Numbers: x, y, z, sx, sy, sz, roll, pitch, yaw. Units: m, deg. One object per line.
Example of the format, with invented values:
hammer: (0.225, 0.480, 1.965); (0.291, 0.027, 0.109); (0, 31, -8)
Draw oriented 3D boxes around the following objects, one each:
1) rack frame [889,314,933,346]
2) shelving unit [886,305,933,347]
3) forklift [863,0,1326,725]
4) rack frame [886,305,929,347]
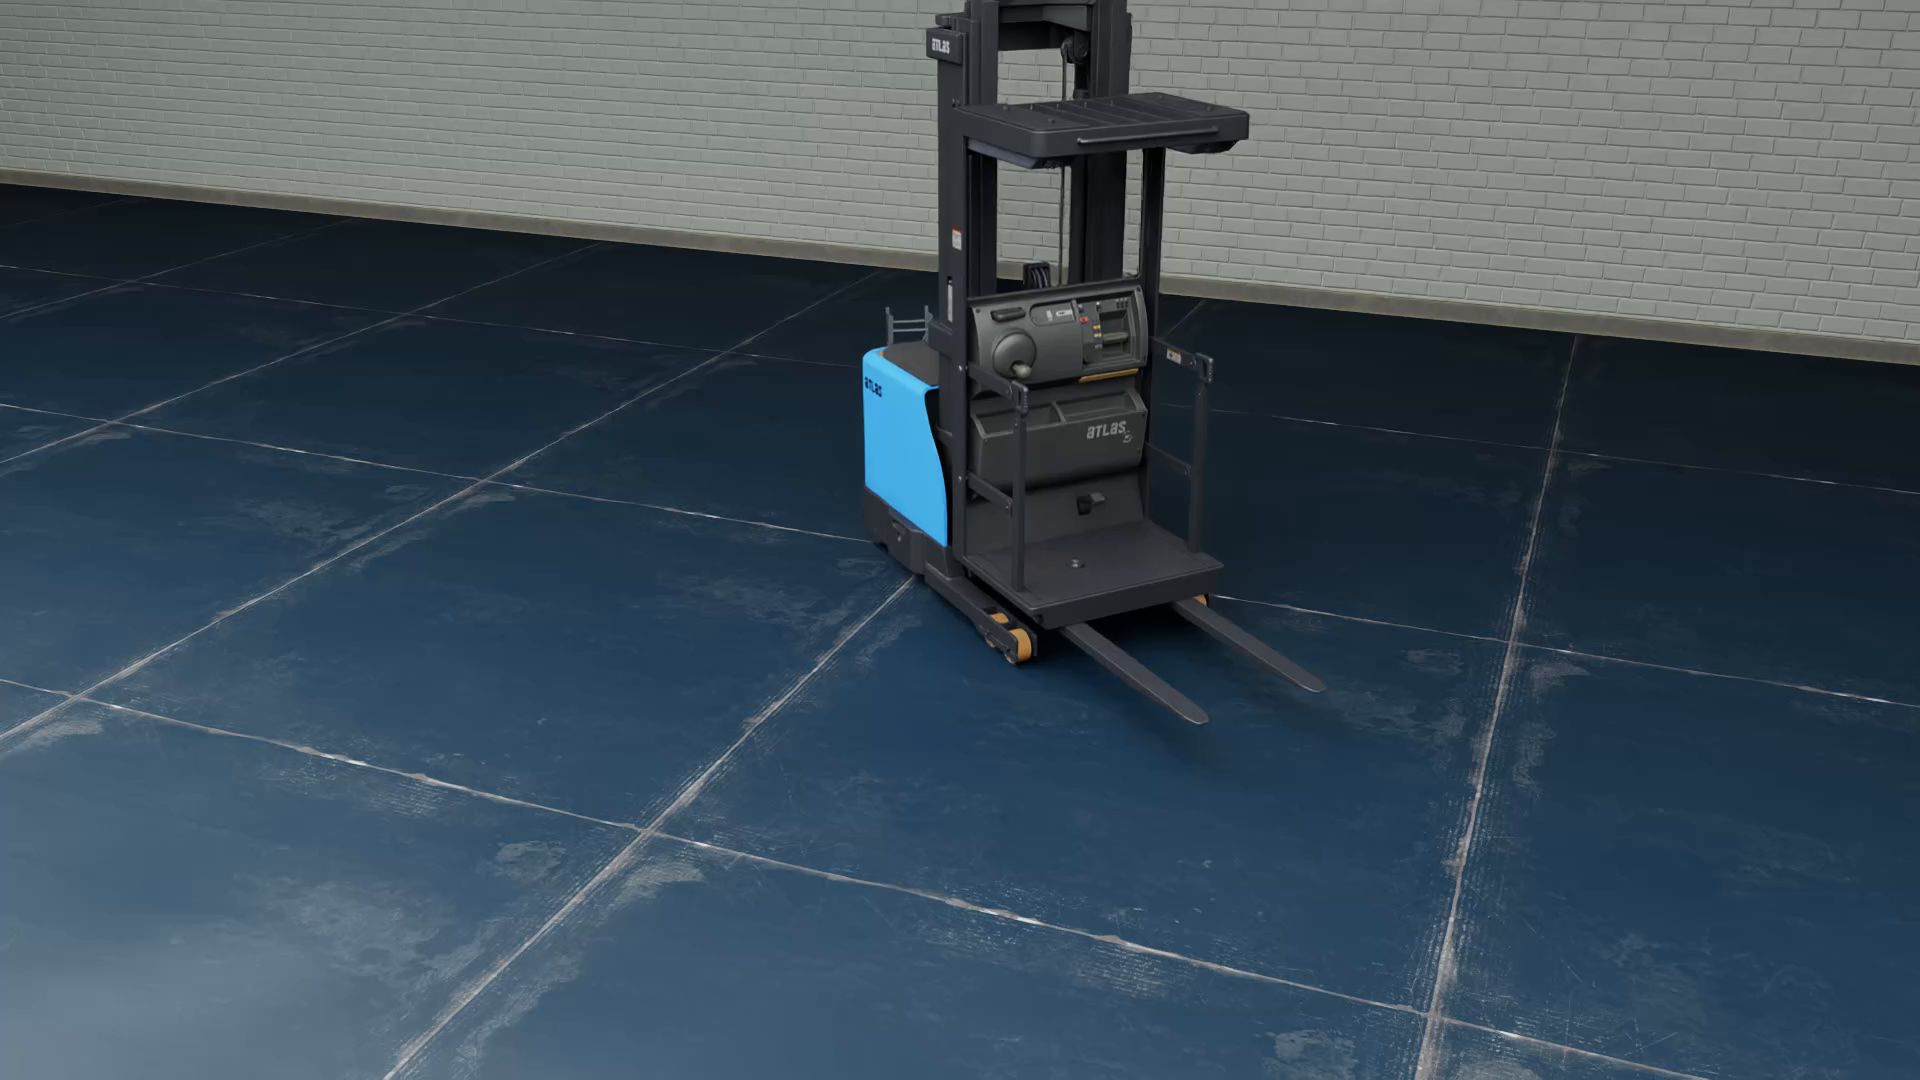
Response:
rack frame: (-0.267, -0.676, 9.311); (0.240, 1.200, 0.006); (-3, 23, -8)
shelving unit: (-0.280, -0.711, 9.394); (0.258, 1.200, 0.189); (-3, 23, -8)
forklift: (0.585, -0.964, 7.756); (1.130, 2.935, 3.031); (-11, 25, -25)
rack frame: (-0.294, -0.745, 9.478); (0.240, 1.200, 0.006); (-3, 23, -8)
